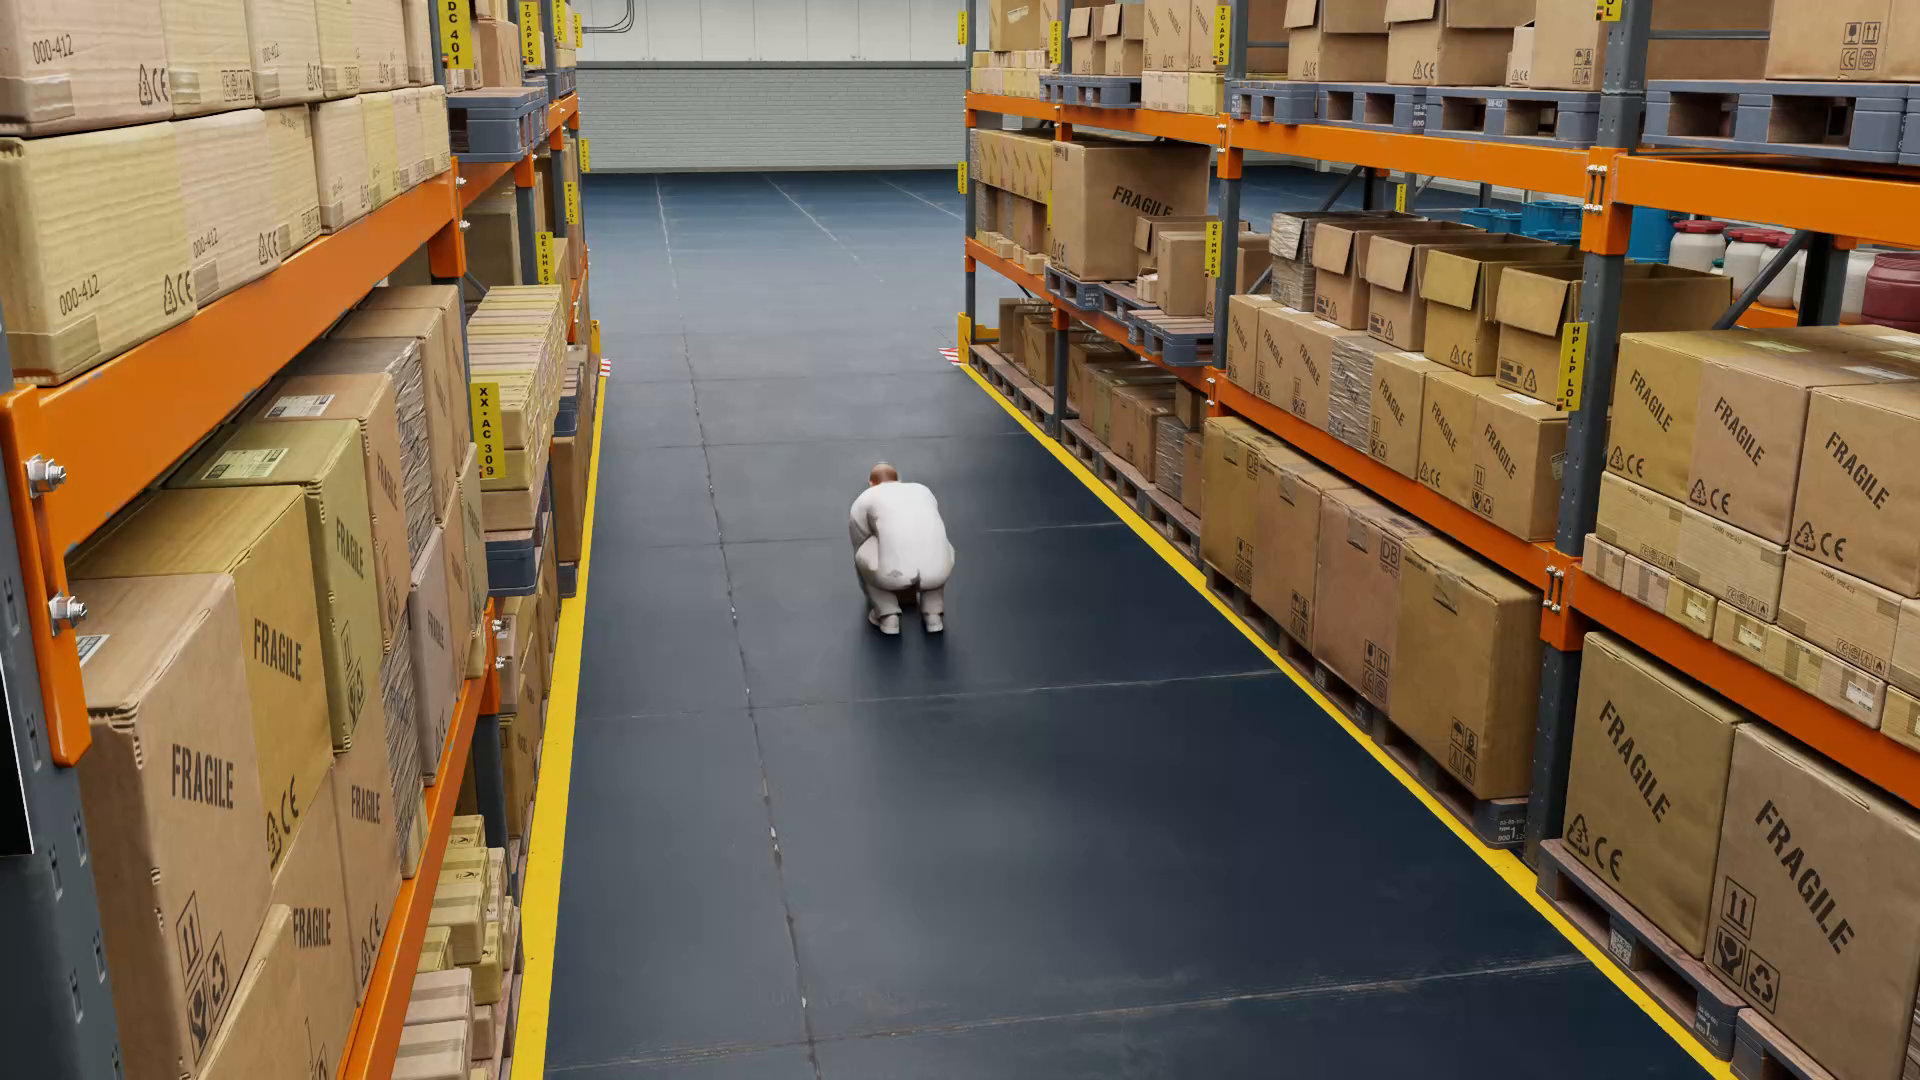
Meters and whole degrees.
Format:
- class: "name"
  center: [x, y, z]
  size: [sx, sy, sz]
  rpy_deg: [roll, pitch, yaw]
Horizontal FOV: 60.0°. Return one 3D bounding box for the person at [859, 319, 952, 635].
- class: "person"
  center: [-0.315, -0.380, 9.381]
  size: [0.524, 1.779, 0.553]
  rpy_deg: [-3, 16, -11]
